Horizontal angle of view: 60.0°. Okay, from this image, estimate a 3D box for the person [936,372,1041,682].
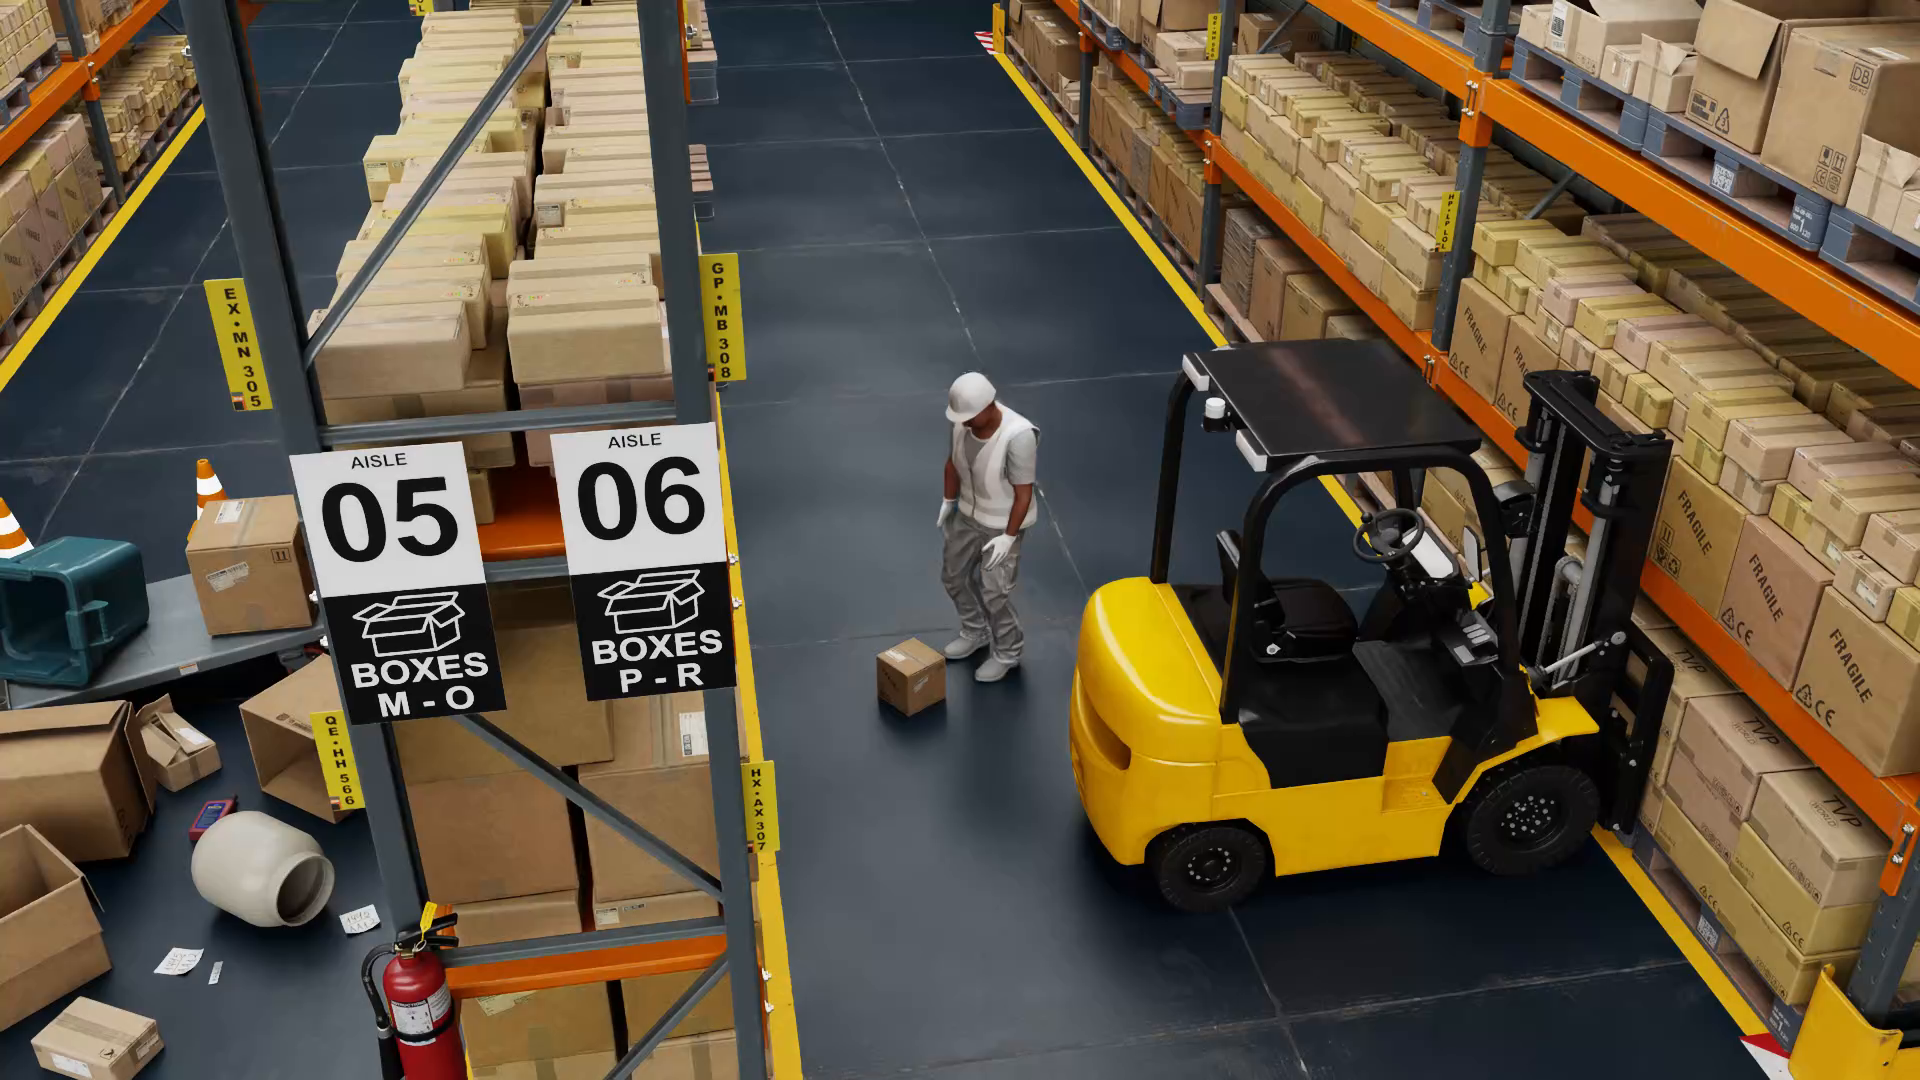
[{"bbox_3d":[0.141,-0.088,8.346,0.497,1.709,0.580,-23,38,-34],"label":"person"}]
